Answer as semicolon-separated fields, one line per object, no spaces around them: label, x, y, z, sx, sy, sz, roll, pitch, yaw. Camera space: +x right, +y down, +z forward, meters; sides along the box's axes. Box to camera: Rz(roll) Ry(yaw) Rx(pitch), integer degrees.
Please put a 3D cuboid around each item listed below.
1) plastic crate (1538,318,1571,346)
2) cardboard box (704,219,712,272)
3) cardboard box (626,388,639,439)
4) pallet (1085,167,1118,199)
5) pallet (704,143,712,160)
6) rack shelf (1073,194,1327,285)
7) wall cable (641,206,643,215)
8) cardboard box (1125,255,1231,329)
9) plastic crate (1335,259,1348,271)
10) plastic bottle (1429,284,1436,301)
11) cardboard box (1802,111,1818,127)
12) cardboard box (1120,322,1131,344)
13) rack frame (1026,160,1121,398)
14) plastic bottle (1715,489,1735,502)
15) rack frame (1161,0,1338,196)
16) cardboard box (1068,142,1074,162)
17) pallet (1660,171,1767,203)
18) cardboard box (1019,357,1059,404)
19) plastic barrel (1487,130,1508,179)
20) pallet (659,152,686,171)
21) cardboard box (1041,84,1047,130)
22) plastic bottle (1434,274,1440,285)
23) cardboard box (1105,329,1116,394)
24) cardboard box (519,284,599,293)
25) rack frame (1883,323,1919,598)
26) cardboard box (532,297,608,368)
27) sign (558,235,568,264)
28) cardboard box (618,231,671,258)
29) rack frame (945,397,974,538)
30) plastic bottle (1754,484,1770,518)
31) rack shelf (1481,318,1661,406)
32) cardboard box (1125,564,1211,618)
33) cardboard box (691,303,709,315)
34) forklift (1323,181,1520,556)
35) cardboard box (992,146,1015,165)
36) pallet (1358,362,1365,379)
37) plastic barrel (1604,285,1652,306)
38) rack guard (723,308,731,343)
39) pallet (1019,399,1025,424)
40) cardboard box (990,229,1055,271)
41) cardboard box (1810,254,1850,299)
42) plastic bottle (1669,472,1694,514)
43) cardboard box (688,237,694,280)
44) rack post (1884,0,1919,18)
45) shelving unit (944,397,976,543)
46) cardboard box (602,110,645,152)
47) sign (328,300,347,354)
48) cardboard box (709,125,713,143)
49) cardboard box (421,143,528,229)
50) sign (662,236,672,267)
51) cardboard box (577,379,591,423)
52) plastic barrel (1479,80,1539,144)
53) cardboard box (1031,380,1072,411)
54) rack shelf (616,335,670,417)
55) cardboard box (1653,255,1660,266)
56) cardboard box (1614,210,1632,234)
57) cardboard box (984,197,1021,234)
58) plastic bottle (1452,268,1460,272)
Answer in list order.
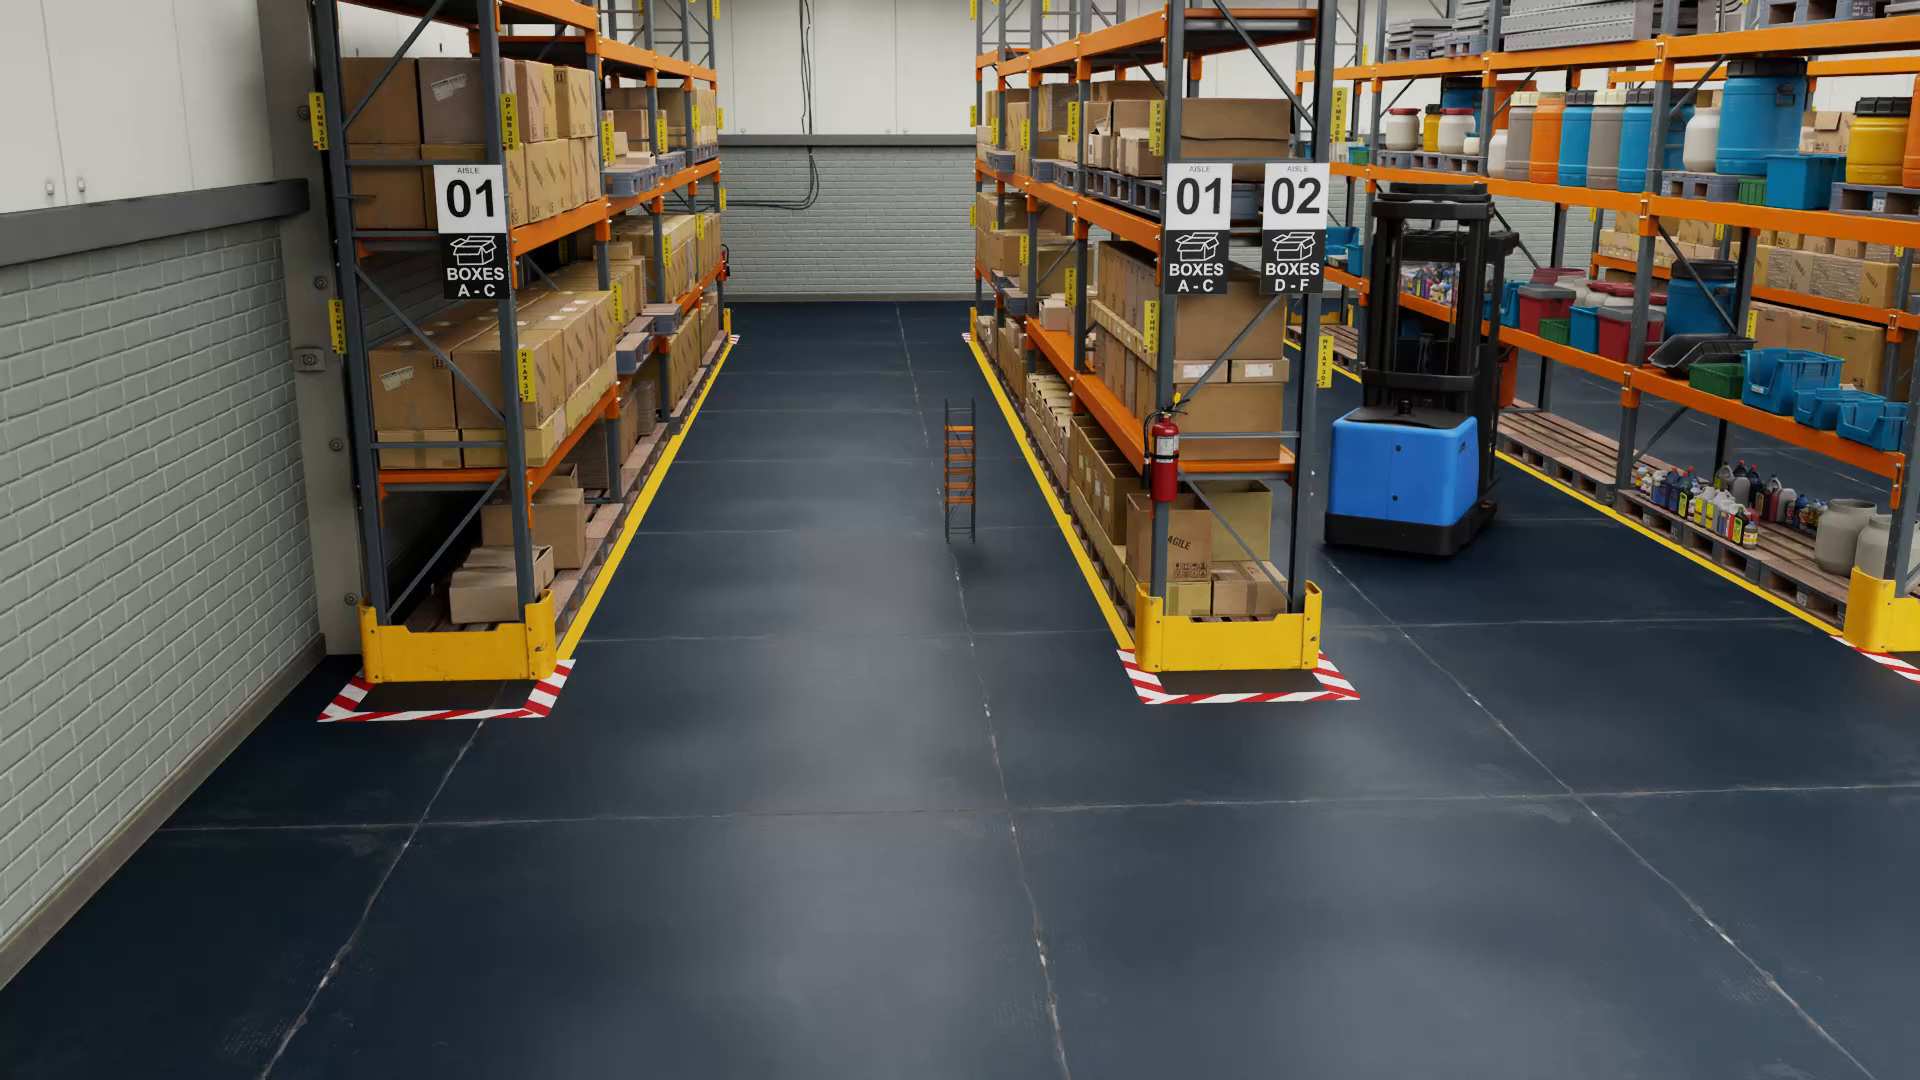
plastic crate;6.048;-2.055;16.418;0.450;0.188;0.662;-1;14;-3
cardboard box;-4.058;-4.208;23.760;0.980;0.700;0.700;-2;15;-6
cardboard box;-3.686;-1.265;17.056;0.700;0.500;0.500;-1;14;-4
pallet;1.572;-2.851;13.246;1.003;0.211;1.213;-1;14;-3
pallet;-4.059;-5.481;23.469;1.003;0.211;1.213;-1;14;-3
rack shelf;1.617;-2.260;12.214;1.077;0.370;4.000;-1;14;-3
wall cable;-5.217;-5.356;26.784;0.084;1.984;1.851;-1;14;-3
cardboard box;1.621;-1.845;12.374;0.700;0.500;0.500;-1;14;-3
plastic crate;5.604;-3.888;23.551;0.437;0.125;0.590;-1;14;-3
plastic bottle;5.693;-2.977;19.976;0.097;0.201;0.097;0;14;0
cardboard box;10.931;-5.355;21.757;0.700;0.500;0.500;-1;14;-2
cardboard box;1.416;-1.561;12.570;0.380;0.149;0.250;-1;14;-4
rack frame;1.246;-2.648;18.298;1.000;3.000;0.127;-1;14;-3
plastic bottle;6.258;-0.271;13.645;0.152;0.276;0.135;-1;14;-3
rack frame;1.741;-3.564;9.818;1.000;3.000;0.127;-1;14;-3
cardboard box;1.380;-3.989;16.950;0.500;0.250;0.500;0;14;-2
pallet;6.580;-2.912;13.684;1.213;0.211;1.003;-1;14;-3
cardboard box;0.953;-1.879;19.445;0.500;0.500;0.500;0;14;-1
plastic barrel;5.903;-4.148;17.885;0.421;0.512;0.421;0;14;0
pallet;-3.840;-4.698;20.631;0.805;0.209;1.217;-1;15;-6
cardboard box;1.193;-4.869;18.702;0.500;0.500;0.500;-1;14;-3
plastic bottle;5.800;-3.093;20.264;0.061;0.283;0.133;-1;14;-3
cardboard box;1.566;-1.460;13.481;0.700;0.500;0.500;-1;14;-4
cardboard box;-3.448;-1.964;14.558;0.700;0.500;0.500;-1;14;-3
rack frame;6.685;-0.734;10.859;1.000;3.000;0.127;-1;14;-3
cardboard box;-3.076;-1.639;13.133;0.500;0.500;0.500;-1;14;-4
sign;-4.252;-3.122;17.817;0.100;0.325;0.005;-1;14;-3
cardboard box;-3.471;-3.260;18.334;0.500;0.250;0.500;-1;14;-2
rack frame;-0.005;-0.600;13.951;0.240;1.200;0.006;-1;14;-3
plastic bottle;6.696;-0.335;13.875;0.061;0.283;0.133;-1;14;-3
rack shelf;6.314;-1.878;16.748;1.077;0.370;4.000;-1;14;-3
cardboard box;1.413;0.341;11.356;0.500;0.250;0.500;-1;14;-3
cardboard box;-3.762;-3.278;23.618;0.380;0.149;0.250;-1;14;-5
forklift;4.129;-1.612;14.409;1.130;2.935;3.031;7;16;26
cardboard box;0.702;-5.140;22.264;0.500;0.250;0.500;-1;14;-3
pallet;5.948;-2.175;22.057;1.003;0.211;1.213;-1;14;-3
plastic barrel;6.552;-2.218;16.356;0.433;0.535;0.433;0;14;0
rack guard;-4.195;-3.356;26.065;1.175;0.500;0.348;-1;14;-3
pallet;1.237;-1.484;19.370;1.003;0.211;1.213;-1;14;-3
cardboard box;0.804;-3.773;21.628;0.700;0.500;0.500;-6;16;-22
cardboard box;10.795;-3.220;20.323;0.500;0.500;0.500;-1;14;-5
plastic bottle;6.085;-0.405;14.013;0.144;0.351;0.185;-1;15;-6
cardboard box;-3.624;-3.530;20.888;0.500;0.500;0.500;-1;14;-3
rack post;6.766;-3.587;10.912;0.937;0.300;0.954;1;14;3
shelving unit;0.001;-0.577;13.863;0.258;1.200;0.189;-1;14;-3
cardboard box;-3.785;-4.402;18.013;0.700;0.500;0.500;-2;15;-8
sign;-3.758;-1.291;10.067;0.100;0.325;0.005;-1;14;-3
cardboard box;-3.850;-5.885;24.115;0.500;0.250;0.500;-1;14;-6
cardboard box;-2.974;-2.179;10.214;0.500;0.500;0.500;-1;14;-2
sign;-3.157;-3.104;17.905;0.100;0.325;0.005;-1;14;-3
cardboard box;-3.017;-1.026;12.254;0.500;0.250;0.500;-1;14;-3
plastic barrel;6.158;-4.729;18.661;0.600;0.830;0.708;-1;14;-3
cardboard box;1.026;-1.526;17.488;0.500;0.311;0.500;-1;14;-5
rack shelf;-3.574;-1.725;16.154;1.077;0.370;4.000;-1;14;-3
cardboard box;10.445;-4.127;24.550;0.380;0.149;0.250;-1;14;-3
cardboard box;10.429;-4.976;25.546;0.500;0.500;0.500;-1;14;-5
cardboard box;0.613;-4.675;23.969;0.500;0.500;0.500;-1;14;-4
plastic bottle;6.343;-3.349;21.271;0.152;0.276;0.135;-1;14;-3
